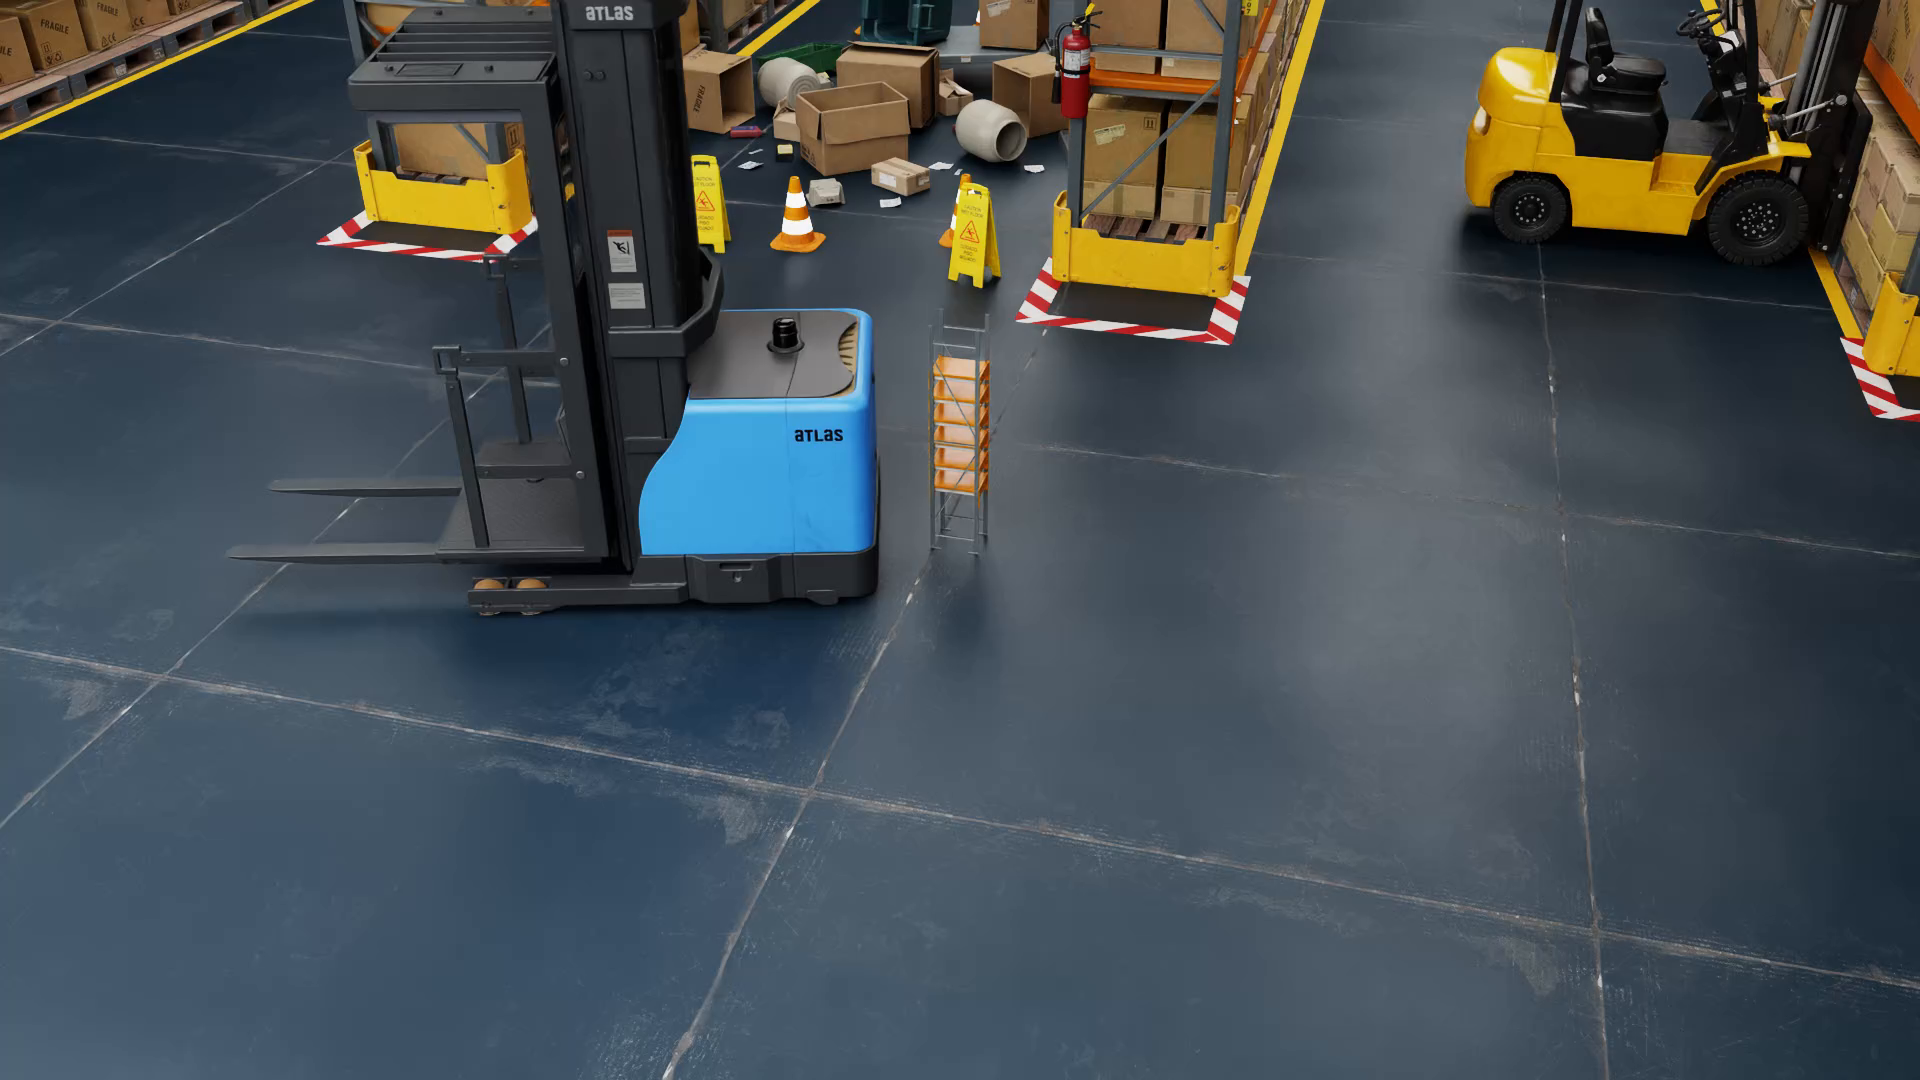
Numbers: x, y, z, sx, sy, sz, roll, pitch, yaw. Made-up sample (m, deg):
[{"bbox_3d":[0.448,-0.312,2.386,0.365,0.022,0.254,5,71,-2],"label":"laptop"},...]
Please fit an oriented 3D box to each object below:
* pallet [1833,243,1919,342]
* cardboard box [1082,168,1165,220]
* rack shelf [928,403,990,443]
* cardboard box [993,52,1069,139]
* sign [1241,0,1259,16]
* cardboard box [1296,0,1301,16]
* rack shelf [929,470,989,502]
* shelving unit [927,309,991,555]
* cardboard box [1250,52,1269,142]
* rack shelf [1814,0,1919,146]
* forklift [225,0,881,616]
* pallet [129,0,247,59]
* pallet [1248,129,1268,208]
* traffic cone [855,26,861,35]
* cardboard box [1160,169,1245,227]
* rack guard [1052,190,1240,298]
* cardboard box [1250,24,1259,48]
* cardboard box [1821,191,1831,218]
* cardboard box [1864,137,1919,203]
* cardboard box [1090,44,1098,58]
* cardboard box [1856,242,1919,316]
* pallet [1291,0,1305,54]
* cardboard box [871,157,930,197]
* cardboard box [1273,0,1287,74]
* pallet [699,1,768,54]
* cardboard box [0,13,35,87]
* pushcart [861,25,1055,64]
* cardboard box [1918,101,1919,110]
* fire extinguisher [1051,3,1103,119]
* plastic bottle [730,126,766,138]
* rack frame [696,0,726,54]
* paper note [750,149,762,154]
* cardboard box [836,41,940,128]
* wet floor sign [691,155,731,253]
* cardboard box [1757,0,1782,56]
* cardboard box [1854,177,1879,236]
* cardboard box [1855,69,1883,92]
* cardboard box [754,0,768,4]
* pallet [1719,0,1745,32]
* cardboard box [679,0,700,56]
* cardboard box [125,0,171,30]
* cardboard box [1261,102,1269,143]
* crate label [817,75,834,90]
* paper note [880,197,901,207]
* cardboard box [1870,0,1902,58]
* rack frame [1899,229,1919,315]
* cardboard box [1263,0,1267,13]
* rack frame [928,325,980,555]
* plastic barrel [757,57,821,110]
[{"bbox_3d":[6.137,-1.500,10.413,1.003,0.211,1.213,8,33,12],"label":"pallet"},{"bbox_3d":[1.132,-2.434,11.454,0.500,0.250,0.500,8,33,12],"label":"cardboard box"},{"bbox_3d":[-0.004,-0.563,7.876,0.258,0.103,0.180,8,33,12],"label":"rack shelf"},{"bbox_3d":[0.608,-3.600,13.444,0.500,0.500,0.500,-21,38,-29],"label":"cardboard box"},{"bbox_3d":[1.706,-3.240,9.744,0.100,0.325,0.005,8,33,12],"label":"sign"},{"bbox_3d":[2.681,-5.100,15.534,0.950,0.372,0.625,9,34,14],"label":"cardboard box"},{"bbox_3d":[-0.004,-0.259,8.069,0.258,0.103,0.180,8,33,12],"label":"rack shelf"},{"bbox_3d":[-0.004,-0.499,7.916,0.258,1.200,0.189,8,33,12],"label":"shelving unit"},{"bbox_3d":[1.923,-3.206,11.970,0.500,0.500,0.500,9,33,13],"label":"cardboard box"},{"bbox_3d":[6.491,-3.009,10.858,1.077,0.370,4.000,8,33,12],"label":"rack shelf"},{"bbox_3d":[-1.911,-1.175,7.366,3.031,2.935,1.130,-1,32,-1],"label":"forklift"},{"bbox_3d":[-7.525,-4.843,15.672,1.003,0.211,1.213,8,33,12],"label":"pallet"},{"bbox_3d":[1.753,-2.859,12.550,1.003,0.211,1.213,8,33,12],"label":"pallet"},{"bbox_3d":[-0.816,-5.065,15.787,0.336,0.463,0.334,8,33,12],"label":"traffic cone"},{"bbox_3d":[1.654,-2.346,11.316,0.500,0.250,0.500,8,33,12],"label":"cardboard box"},{"bbox_3d":[1.201,-1.933,10.825,1.175,0.500,0.348,8,33,12],"label":"rack guard"},{"bbox_3d":[1.773,-3.376,10.998,0.380,0.149,0.250,9,33,13],"label":"cardboard box"},{"bbox_3d":[6.178,-2.366,11.347,0.500,0.250,0.500,9,34,14],"label":"cardboard box"},{"bbox_3d":[5.923,-2.261,10.249,0.500,0.250,0.500,9,33,13],"label":"cardboard box"},{"bbox_3d":[1.026,-3.212,10.741,0.380,0.149,0.250,8,33,12],"label":"cardboard box"},{"bbox_3d":[5.797,-1.578,10.108,0.500,0.250,0.500,8,33,13],"label":"cardboard box"},{"bbox_3d":[2.700,-4.887,15.740,1.003,0.211,1.213,8,33,12],"label":"pallet"},{"bbox_3d":[-0.440,-2.700,12.359,0.380,0.149,0.250,28,42,36],"label":"cardboard box"},{"bbox_3d":[2.306,-4.014,13.240,0.500,0.500,0.500,8,33,12],"label":"cardboard box"},{"bbox_3d":[-2.494,-4.880,15.729,1.003,0.211,1.213,8,33,12],"label":"pallet"},{"bbox_3d":[-8.111,-4.057,13.774,0.500,0.500,0.500,17,36,25],"label":"cardboard box"},{"bbox_3d":[-0.022,-4.202,14.508,1.648,0.377,0.936,-3,33,-4],"label":"pushcart"},{"bbox_3d":[5.854,-2.608,9.463,0.500,0.500,0.500,7,33,11],"label":"cardboard box"},{"bbox_3d":[0.707,-2.919,10.118,0.296,0.674,0.183,8,33,12],"label":"fire extinguisher"},{"bbox_3d":[-1.698,-3.277,13.349,0.283,0.061,0.133,-3,33,-4],"label":"plastic bottle"},{"bbox_3d":[-2.617,-5.646,14.335,1.000,3.000,0.127,8,33,12],"label":"rack frame"},{"bbox_3d":[-1.598,-3.043,13.027,0.032,0.001,0.123,28,42,36],"label":"paper note"},{"bbox_3d":[-0.592,-3.695,13.466,0.797,0.637,0.503,8,33,12],"label":"cardboard box"},{"bbox_3d":[-1.724,-2.292,11.254,0.267,0.644,0.232,3,33,4],"label":"wet floor sign"},{"bbox_3d":[7.513,-4.590,14.496,0.875,0.625,0.625,7,33,10],"label":"cardboard box"},{"bbox_3d":[5.942,-2.056,10.394,0.500,0.250,0.500,8,33,12],"label":"cardboard box"},{"bbox_3d":[6.318,-3.057,11.502,0.500,0.250,0.500,9,34,14],"label":"cardboard box"},{"bbox_3d":[-2.298,-5.708,16.138,1.050,0.750,0.750,8,33,12],"label":"cardboard box"},{"bbox_3d":[7.767,-4.827,15.647,1.003,0.211,1.213,8,33,12],"label":"pallet"},{"bbox_3d":[-2.845,-4.609,14.294,0.875,0.875,0.875,9,33,13],"label":"cardboard box"},{"bbox_3d":[-7.667,-4.995,15.250,0.500,0.500,0.500,19,37,27],"label":"cardboard box"},{"bbox_3d":[2.047,-3.157,12.591,0.500,0.250,0.500,9,33,13],"label":"cardboard box"},{"bbox_3d":[-1.237,-3.872,14.214,0.298,0.136,0.250,-14,35,-21],"label":"crate label"},{"bbox_3d":[-0.504,-2.457,12.086,0.148,0.019,0.142,-3,33,-4],"label":"paper note"},{"bbox_3d":[6.242,-3.404,10.716,0.500,0.500,0.500,8,33,13],"label":"cardboard box"},{"bbox_3d":[5.983,-2.275,9.032,1.000,3.000,0.127,8,33,12],"label":"rack frame"},{"bbox_3d":[1.826,-3.858,11.152,0.500,0.500,0.500,7,33,11],"label":"cardboard box"},{"bbox_3d":[-0.027,-0.451,7.842,0.240,1.200,0.006,8,33,12],"label":"rack frame"},{"bbox_3d":[-1.421,-3.761,13.771,0.421,0.421,0.512,-21,38,-29],"label":"plastic barrel"}]
